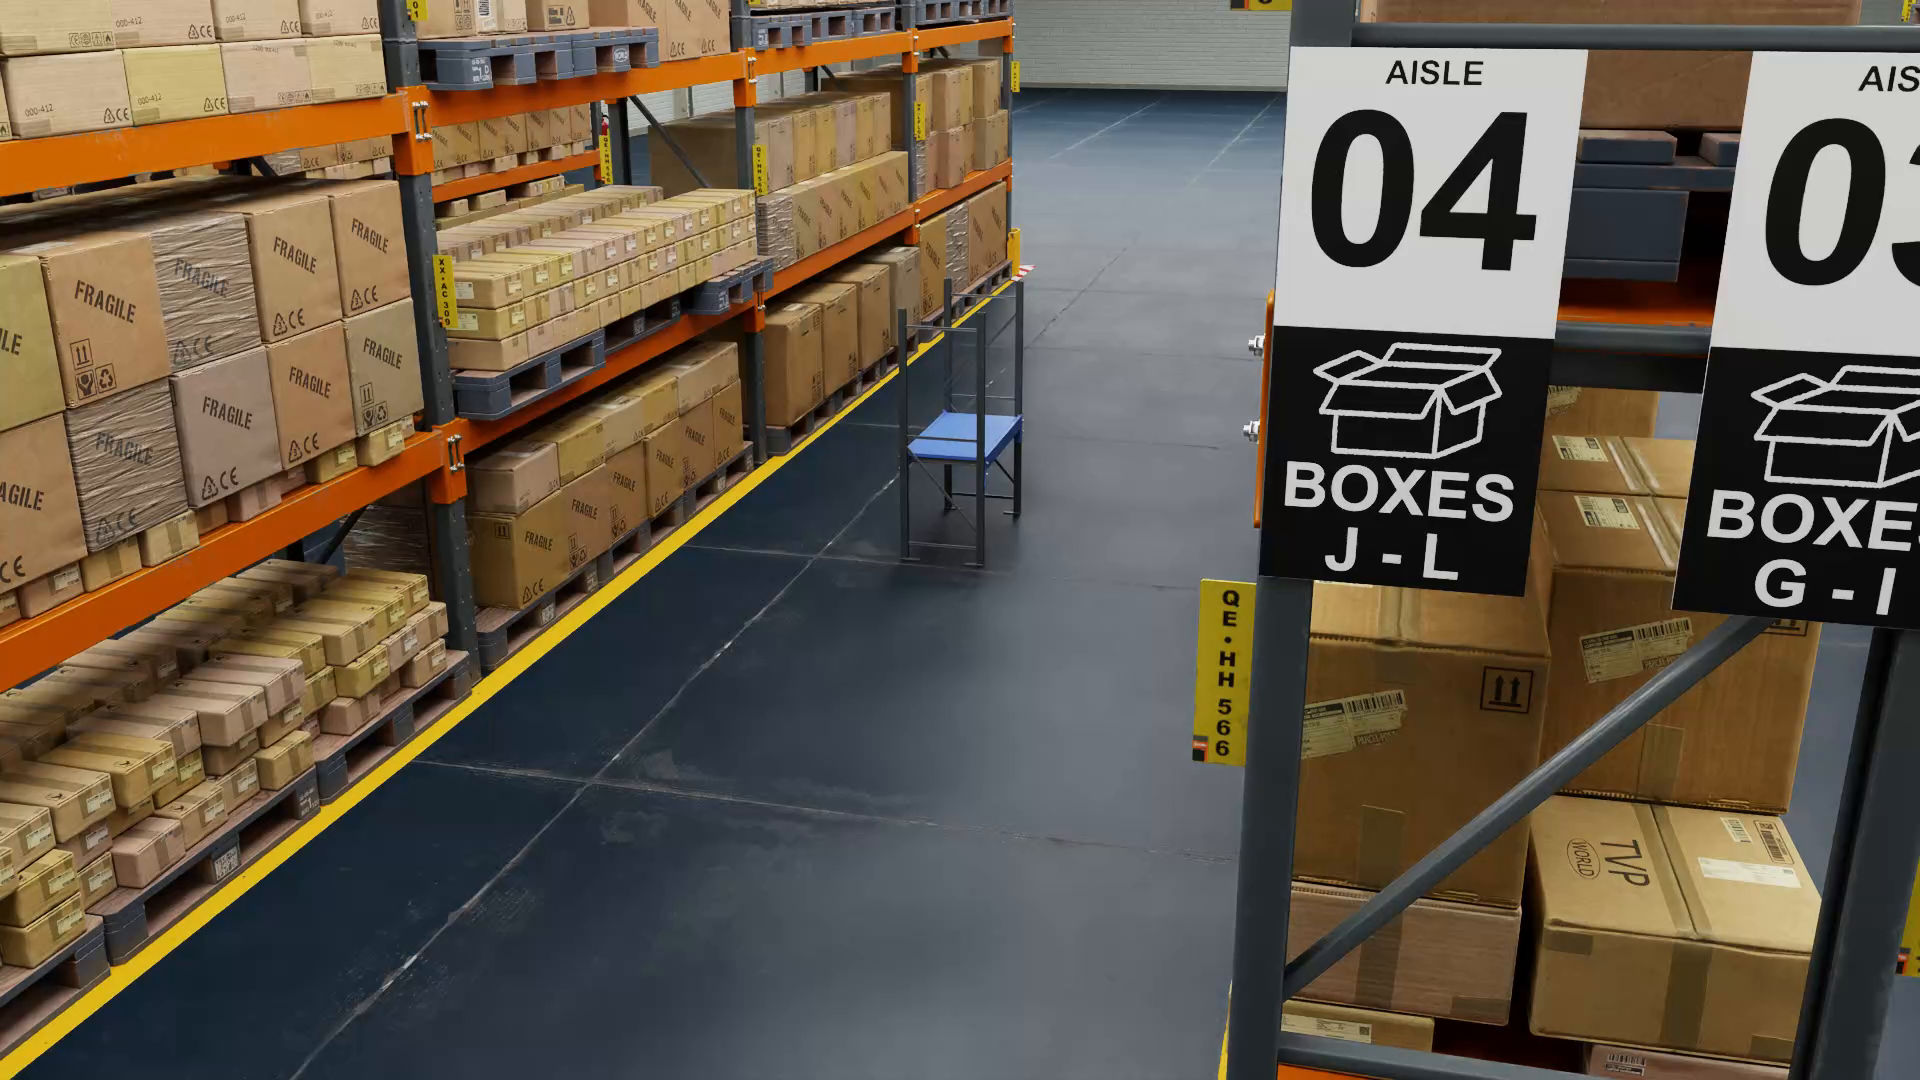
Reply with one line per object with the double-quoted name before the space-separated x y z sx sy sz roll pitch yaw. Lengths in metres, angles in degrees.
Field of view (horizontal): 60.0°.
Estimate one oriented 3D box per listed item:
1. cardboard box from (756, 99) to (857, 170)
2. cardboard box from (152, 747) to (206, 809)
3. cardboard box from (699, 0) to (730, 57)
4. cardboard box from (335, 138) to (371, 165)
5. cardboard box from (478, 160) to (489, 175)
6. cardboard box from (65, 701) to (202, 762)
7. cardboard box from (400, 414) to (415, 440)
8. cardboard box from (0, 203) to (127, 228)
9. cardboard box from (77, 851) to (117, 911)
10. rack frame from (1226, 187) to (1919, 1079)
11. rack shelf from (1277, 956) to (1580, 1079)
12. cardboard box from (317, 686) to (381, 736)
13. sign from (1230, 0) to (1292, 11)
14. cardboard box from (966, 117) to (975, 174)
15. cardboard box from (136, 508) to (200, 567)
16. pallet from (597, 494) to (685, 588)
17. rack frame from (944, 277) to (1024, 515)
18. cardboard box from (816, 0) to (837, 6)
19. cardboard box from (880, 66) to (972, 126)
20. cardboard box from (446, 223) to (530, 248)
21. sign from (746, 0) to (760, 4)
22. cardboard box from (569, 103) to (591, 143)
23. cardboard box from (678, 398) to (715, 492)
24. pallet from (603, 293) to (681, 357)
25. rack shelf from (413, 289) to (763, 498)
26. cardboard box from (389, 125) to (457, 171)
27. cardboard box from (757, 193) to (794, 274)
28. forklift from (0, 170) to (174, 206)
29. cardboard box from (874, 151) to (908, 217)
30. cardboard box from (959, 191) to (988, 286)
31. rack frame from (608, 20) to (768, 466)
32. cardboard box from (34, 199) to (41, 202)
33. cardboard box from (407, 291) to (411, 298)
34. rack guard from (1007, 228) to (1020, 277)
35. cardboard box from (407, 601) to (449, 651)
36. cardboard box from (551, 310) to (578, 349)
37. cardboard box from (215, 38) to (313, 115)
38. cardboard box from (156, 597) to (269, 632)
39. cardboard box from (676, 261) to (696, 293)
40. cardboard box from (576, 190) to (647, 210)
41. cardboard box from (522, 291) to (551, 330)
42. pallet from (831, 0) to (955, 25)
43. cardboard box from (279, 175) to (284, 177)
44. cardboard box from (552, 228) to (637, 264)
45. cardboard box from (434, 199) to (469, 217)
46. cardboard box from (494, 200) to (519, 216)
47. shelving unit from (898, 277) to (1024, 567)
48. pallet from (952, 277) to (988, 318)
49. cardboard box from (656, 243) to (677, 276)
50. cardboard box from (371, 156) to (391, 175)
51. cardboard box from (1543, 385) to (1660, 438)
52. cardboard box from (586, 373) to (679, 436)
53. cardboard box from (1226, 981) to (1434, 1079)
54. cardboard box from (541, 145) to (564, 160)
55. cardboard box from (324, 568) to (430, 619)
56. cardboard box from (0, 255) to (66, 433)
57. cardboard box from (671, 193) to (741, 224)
"cardboard box" -1.253 -3.300 13.507 0.700 0.500 0.500 5 19 14
"cardboard box" -3.107 0.871 6.296 0.380 0.149 0.250 6 20 16
"cardboard box" -1.761 -3.270 10.324 0.500 0.500 0.500 5 19 13
"cardboard box" -5.725 -3.683 15.066 0.500 0.500 0.500 5 19 14
"cardboard box" -5.151 -3.899 17.351 0.380 0.149 0.250 5 19 13
"cardboard box" -3.094 0.737 6.231 0.380 0.149 0.250 5 19 14
"cardboard box" -2.688 -0.521 7.462 0.380 0.149 0.250 4 19 13
"cardboard box" -3.456 -0.968 6.219 0.500 0.500 0.500 5 19 14
"cardboard box" -3.207 1.191 5.820 0.380 0.149 0.250 5 19 14
"rack frame" 0.963 0.929 2.827 1.000 3.000 0.127 5 19 13
"rack shelf" 1.451 0.643 4.779 1.077 0.370 4.000 5 19 13
"cardboard box" -2.757 0.715 7.215 0.380 0.149 0.250 4 19 12
"sign" 0.440 -0.919 2.350 0.100 0.325 0.005 5 19 13
"cardboard box" -0.332 -4.121 17.379 0.875 0.550 0.550 5 19 13
"cardboard box" -3.000 -0.026 6.010 0.380 0.149 0.250 5 19 14
"pallet" -2.360 -0.056 10.026 1.003 0.211 1.213 5 19 13
"rack frame" 0.145 -0.896 10.490 0.500 1.500 0.032 5 19 13
"cardboard box" -1.230 -4.153 12.398 0.500 0.311 0.500 4 19 12
"cardboard box" -0.358 -4.457 16.694 0.875 0.550 0.500 5 19 13
"cardboard box" -2.617 -1.659 9.223 0.380 0.149 0.250 4 19 11
"sign" -1.342 -3.622 10.712 0.100 0.325 0.005 5 19 13
"cardboard box" -4.603 -4.865 19.175 0.500 0.500 0.500 4 19 12
"cardboard box" -1.905 -0.628 10.604 0.500 0.500 0.500 5 20 16
"pallet" -2.312 -1.287 9.613 1.003 0.211 1.213 5 19 13
"rack shelf" -2.356 -1.035 9.689 1.077 0.370 4.000 5 19 13
"cardboard box" -5.337 -3.919 16.405 0.500 0.500 0.500 5 19 13
"cardboard box" -1.496 -2.169 11.741 0.500 0.500 0.500 5 19 14
"forklift" -4.764 -1.365 9.649 1.130 2.935 3.031 5 19 14
"cardboard box" -0.759 -3.118 14.521 0.500 0.500 0.500 5 19 13
"cardboard box" -0.228 -3.209 17.579 0.875 0.875 0.875 4 19 13
"rack frame" -1.868 -2.002 11.408 1.000 3.000 0.127 5 19 13
"cardboard box" -6.686 -2.194 11.428 0.500 0.250 0.500 4 19 12
"cardboard box" -2.876 -1.192 8.315 0.380 0.149 0.250 5 19 14
"rack guard" 0.093 -3.334 19.175 1.175 0.500 0.348 5 19 13
"cardboard box" -2.614 0.385 7.719 0.380 0.149 0.250 5 20 14
"cardboard box" -2.176 -1.080 8.449 0.380 0.149 0.250 5 19 14
"cardboard box" -2.836 -1.766 6.308 0.500 0.250 0.500 5 19 13
"cardboard box" -3.269 0.377 7.283 0.380 0.149 0.250 4 19 13
"cardboard box" -1.796 -1.570 9.883 0.380 0.149 0.250 4 19 11
"cardboard box" -2.231 -2.149 10.658 0.380 0.149 0.250 4 19 12
"cardboard box" -2.241 -1.137 8.155 0.380 0.149 0.250 4 19 12
"pallet" -0.680 -4.889 15.356 1.003 0.211 1.213 5 19 13
"cardboard box" -5.991 -3.031 14.159 0.380 0.149 0.250 5 20 15
"cardboard box" -1.988 -1.602 9.056 0.380 0.149 0.250 5 20 15
"cardboard box" -5.220 -3.372 16.860 0.380 0.149 0.250 5 19 14
"cardboard box" -5.061 -3.362 17.834 0.500 0.500 0.500 6 20 16
"shelving unit" 0.021 -0.736 10.023 0.538 1.500 1.048 5 19 13
"pallet" -0.333 -2.552 17.332 1.003 0.211 1.213 5 19 13
"cardboard box" -1.860 -1.627 9.590 0.380 0.149 0.250 5 20 15
"cardboard box" -5.573 -3.512 15.567 0.380 0.149 0.250 5 19 14
"cardboard box" 1.961 -0.427 5.410 0.500 0.500 0.500 5 19 14
"cardboard box" -2.033 -0.820 10.006 0.500 0.250 0.500 5 20 15
"cardboard box" 0.730 0.910 3.271 0.380 0.149 0.250 5 19 14
"cardboard box" -4.693 -4.366 18.717 0.380 0.149 0.250 5 19 14
"cardboard box" -2.679 0.253 7.647 0.380 0.149 0.250 5 20 15
"cardboard box" -3.189 -0.595 5.128 0.500 0.500 0.500 4 19 12
"cardboard box" -1.606 -2.095 10.499 0.380 0.149 0.250 4 19 13
